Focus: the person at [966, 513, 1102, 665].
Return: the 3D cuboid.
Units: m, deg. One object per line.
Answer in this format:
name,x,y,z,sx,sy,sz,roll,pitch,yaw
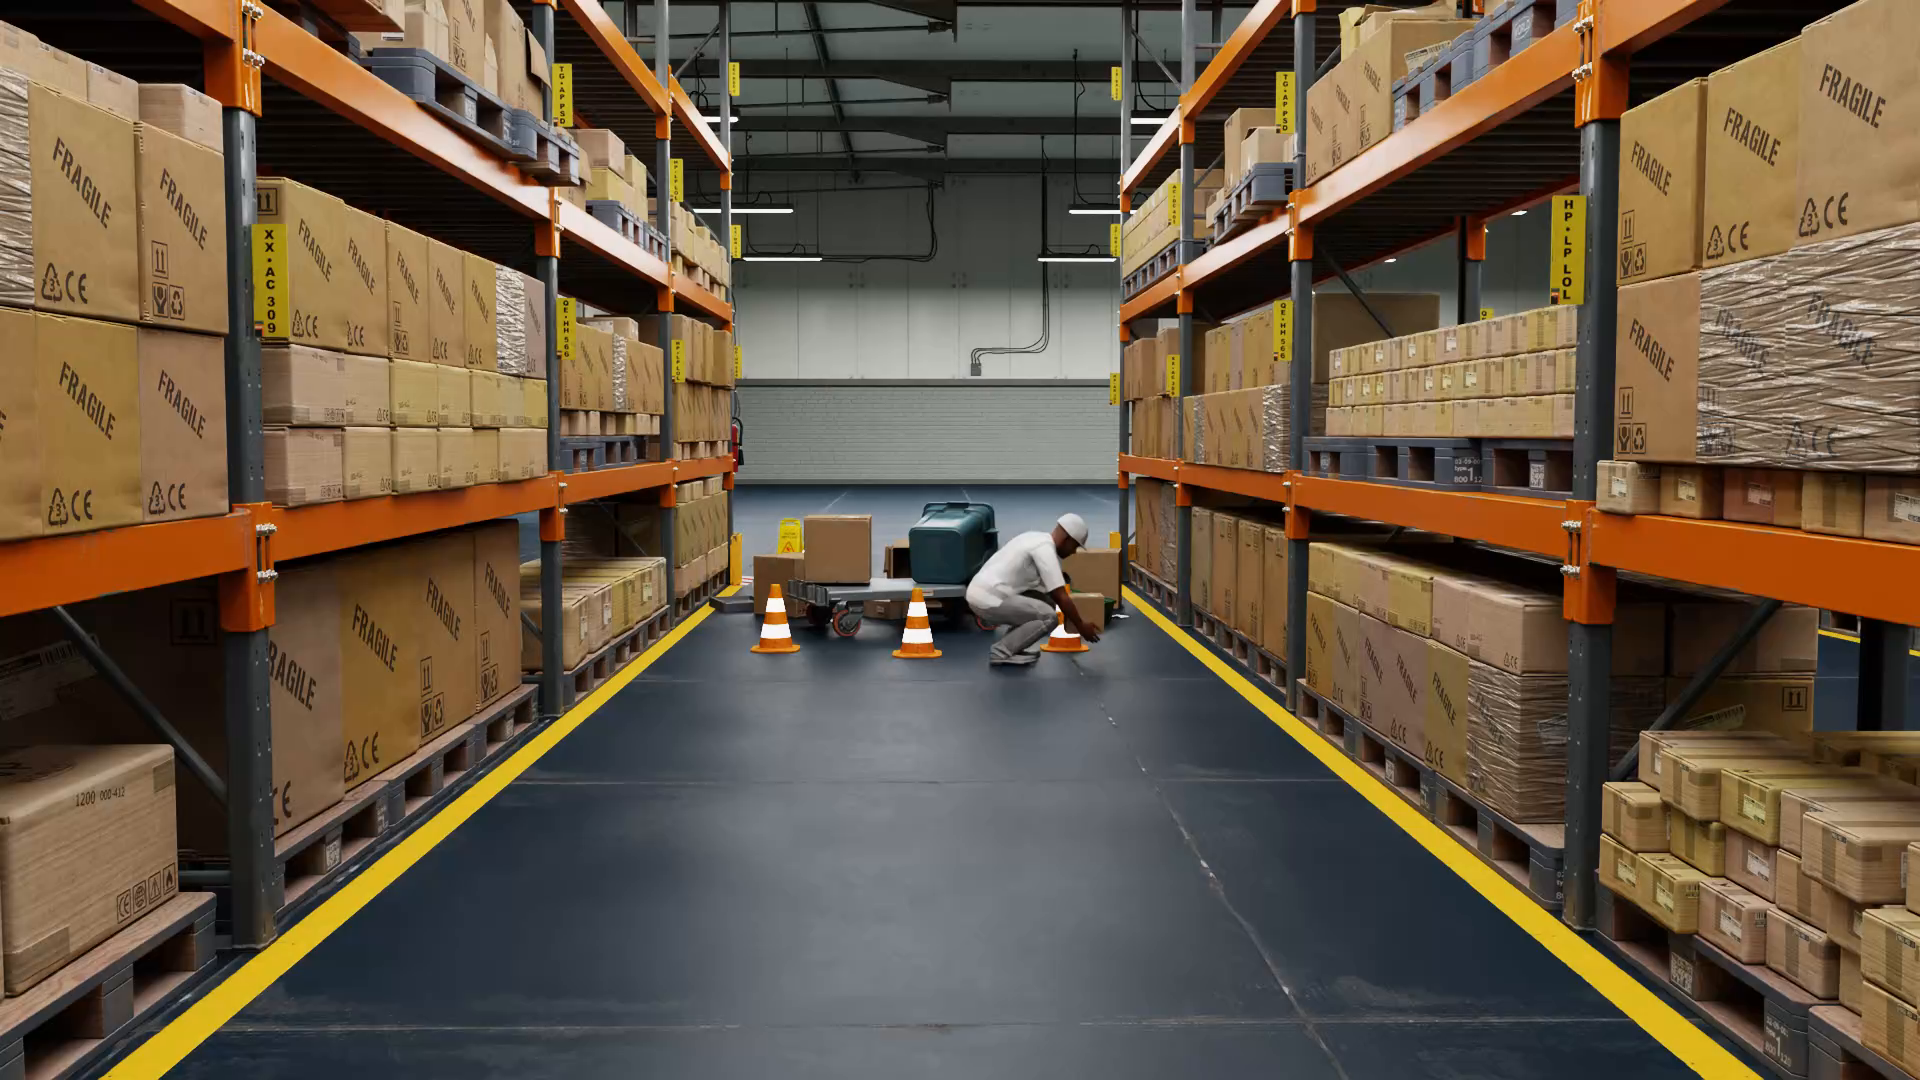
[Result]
person,0.484,0.322,11.104,0.895,0.996,0.586,0,4,-1
